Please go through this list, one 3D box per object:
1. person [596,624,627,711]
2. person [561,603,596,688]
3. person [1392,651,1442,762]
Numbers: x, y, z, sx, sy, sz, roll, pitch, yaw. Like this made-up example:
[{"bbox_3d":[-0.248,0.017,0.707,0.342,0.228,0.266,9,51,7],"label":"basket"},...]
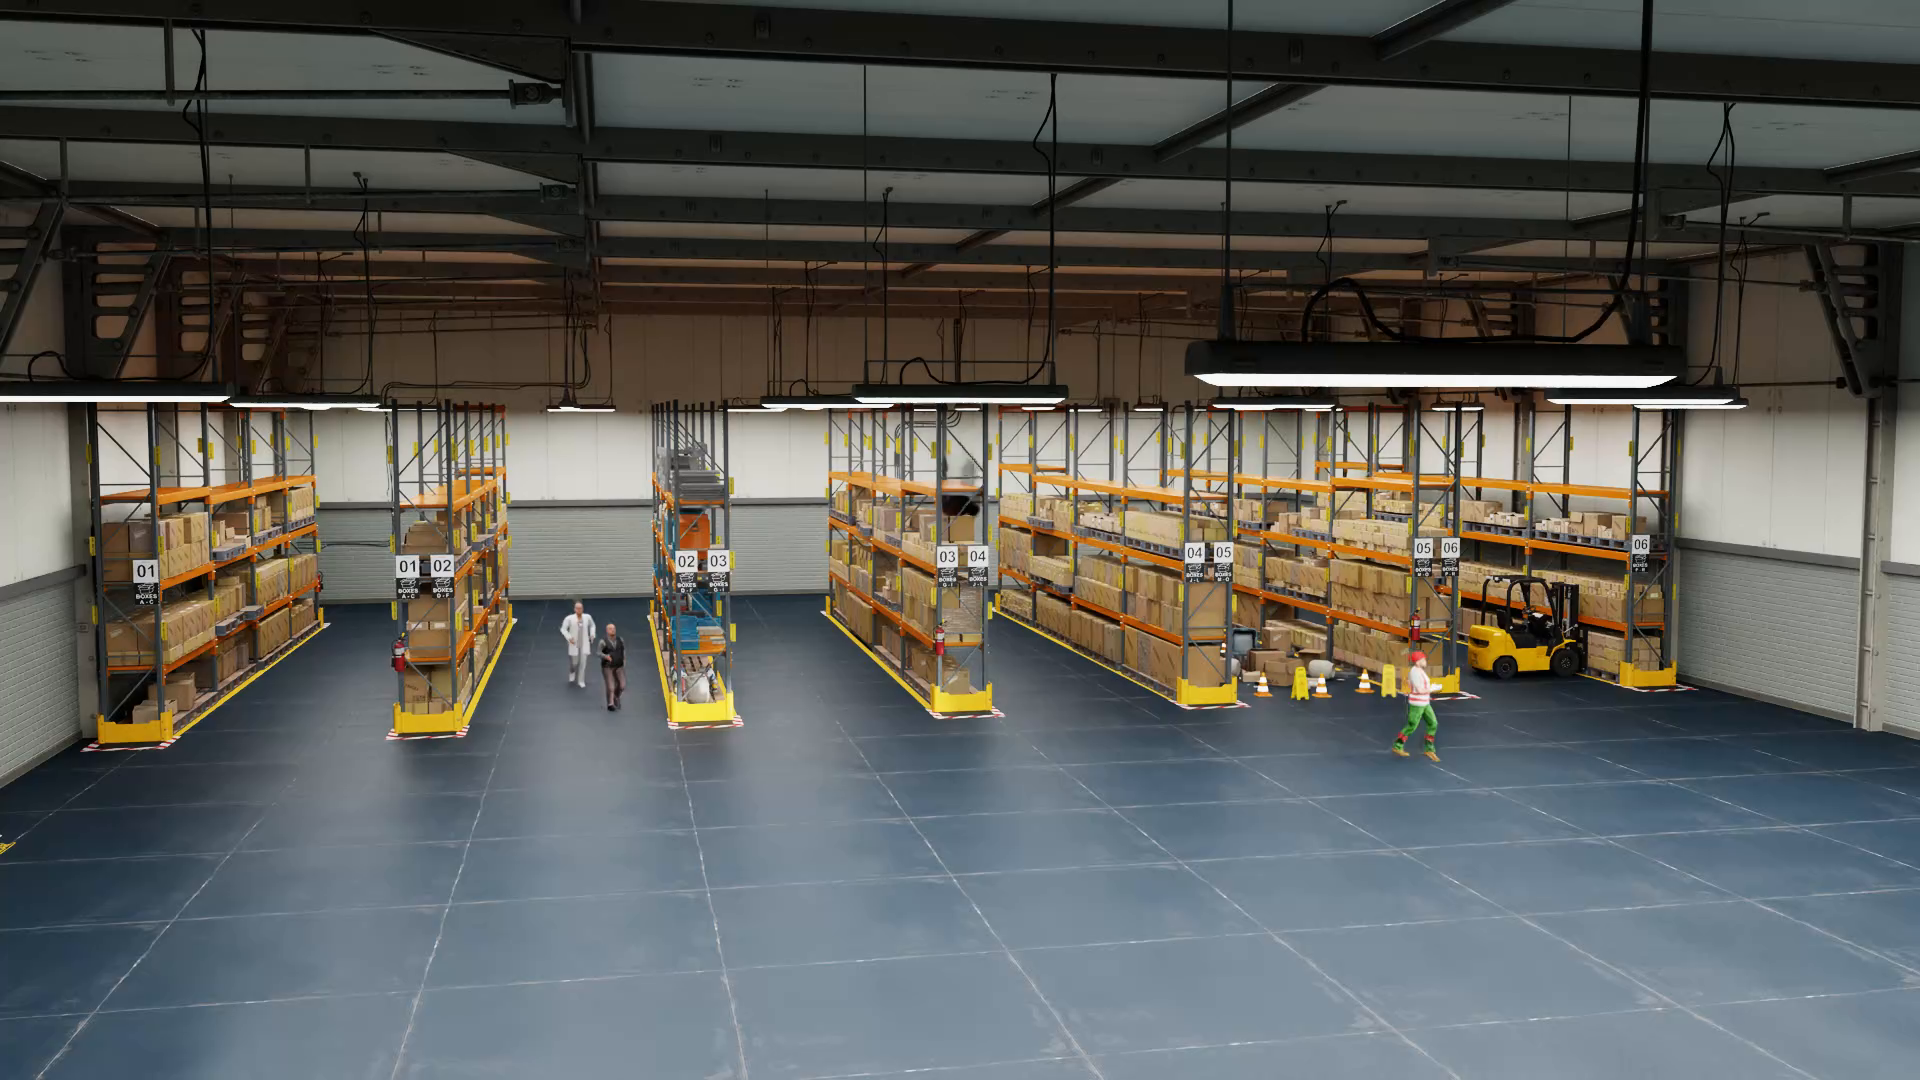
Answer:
[{"bbox_3d":[-6.650,2.461,31.980,0.648,1.677,0.590,-2,5,-28],"label":"person"},{"bbox_3d":[-8.053,2.204,35.165,0.738,1.765,0.770,-2,5,-24],"label":"person"},{"bbox_3d":[7.572,2.751,27.490,0.799,1.845,0.648,2,5,29],"label":"person"}]
